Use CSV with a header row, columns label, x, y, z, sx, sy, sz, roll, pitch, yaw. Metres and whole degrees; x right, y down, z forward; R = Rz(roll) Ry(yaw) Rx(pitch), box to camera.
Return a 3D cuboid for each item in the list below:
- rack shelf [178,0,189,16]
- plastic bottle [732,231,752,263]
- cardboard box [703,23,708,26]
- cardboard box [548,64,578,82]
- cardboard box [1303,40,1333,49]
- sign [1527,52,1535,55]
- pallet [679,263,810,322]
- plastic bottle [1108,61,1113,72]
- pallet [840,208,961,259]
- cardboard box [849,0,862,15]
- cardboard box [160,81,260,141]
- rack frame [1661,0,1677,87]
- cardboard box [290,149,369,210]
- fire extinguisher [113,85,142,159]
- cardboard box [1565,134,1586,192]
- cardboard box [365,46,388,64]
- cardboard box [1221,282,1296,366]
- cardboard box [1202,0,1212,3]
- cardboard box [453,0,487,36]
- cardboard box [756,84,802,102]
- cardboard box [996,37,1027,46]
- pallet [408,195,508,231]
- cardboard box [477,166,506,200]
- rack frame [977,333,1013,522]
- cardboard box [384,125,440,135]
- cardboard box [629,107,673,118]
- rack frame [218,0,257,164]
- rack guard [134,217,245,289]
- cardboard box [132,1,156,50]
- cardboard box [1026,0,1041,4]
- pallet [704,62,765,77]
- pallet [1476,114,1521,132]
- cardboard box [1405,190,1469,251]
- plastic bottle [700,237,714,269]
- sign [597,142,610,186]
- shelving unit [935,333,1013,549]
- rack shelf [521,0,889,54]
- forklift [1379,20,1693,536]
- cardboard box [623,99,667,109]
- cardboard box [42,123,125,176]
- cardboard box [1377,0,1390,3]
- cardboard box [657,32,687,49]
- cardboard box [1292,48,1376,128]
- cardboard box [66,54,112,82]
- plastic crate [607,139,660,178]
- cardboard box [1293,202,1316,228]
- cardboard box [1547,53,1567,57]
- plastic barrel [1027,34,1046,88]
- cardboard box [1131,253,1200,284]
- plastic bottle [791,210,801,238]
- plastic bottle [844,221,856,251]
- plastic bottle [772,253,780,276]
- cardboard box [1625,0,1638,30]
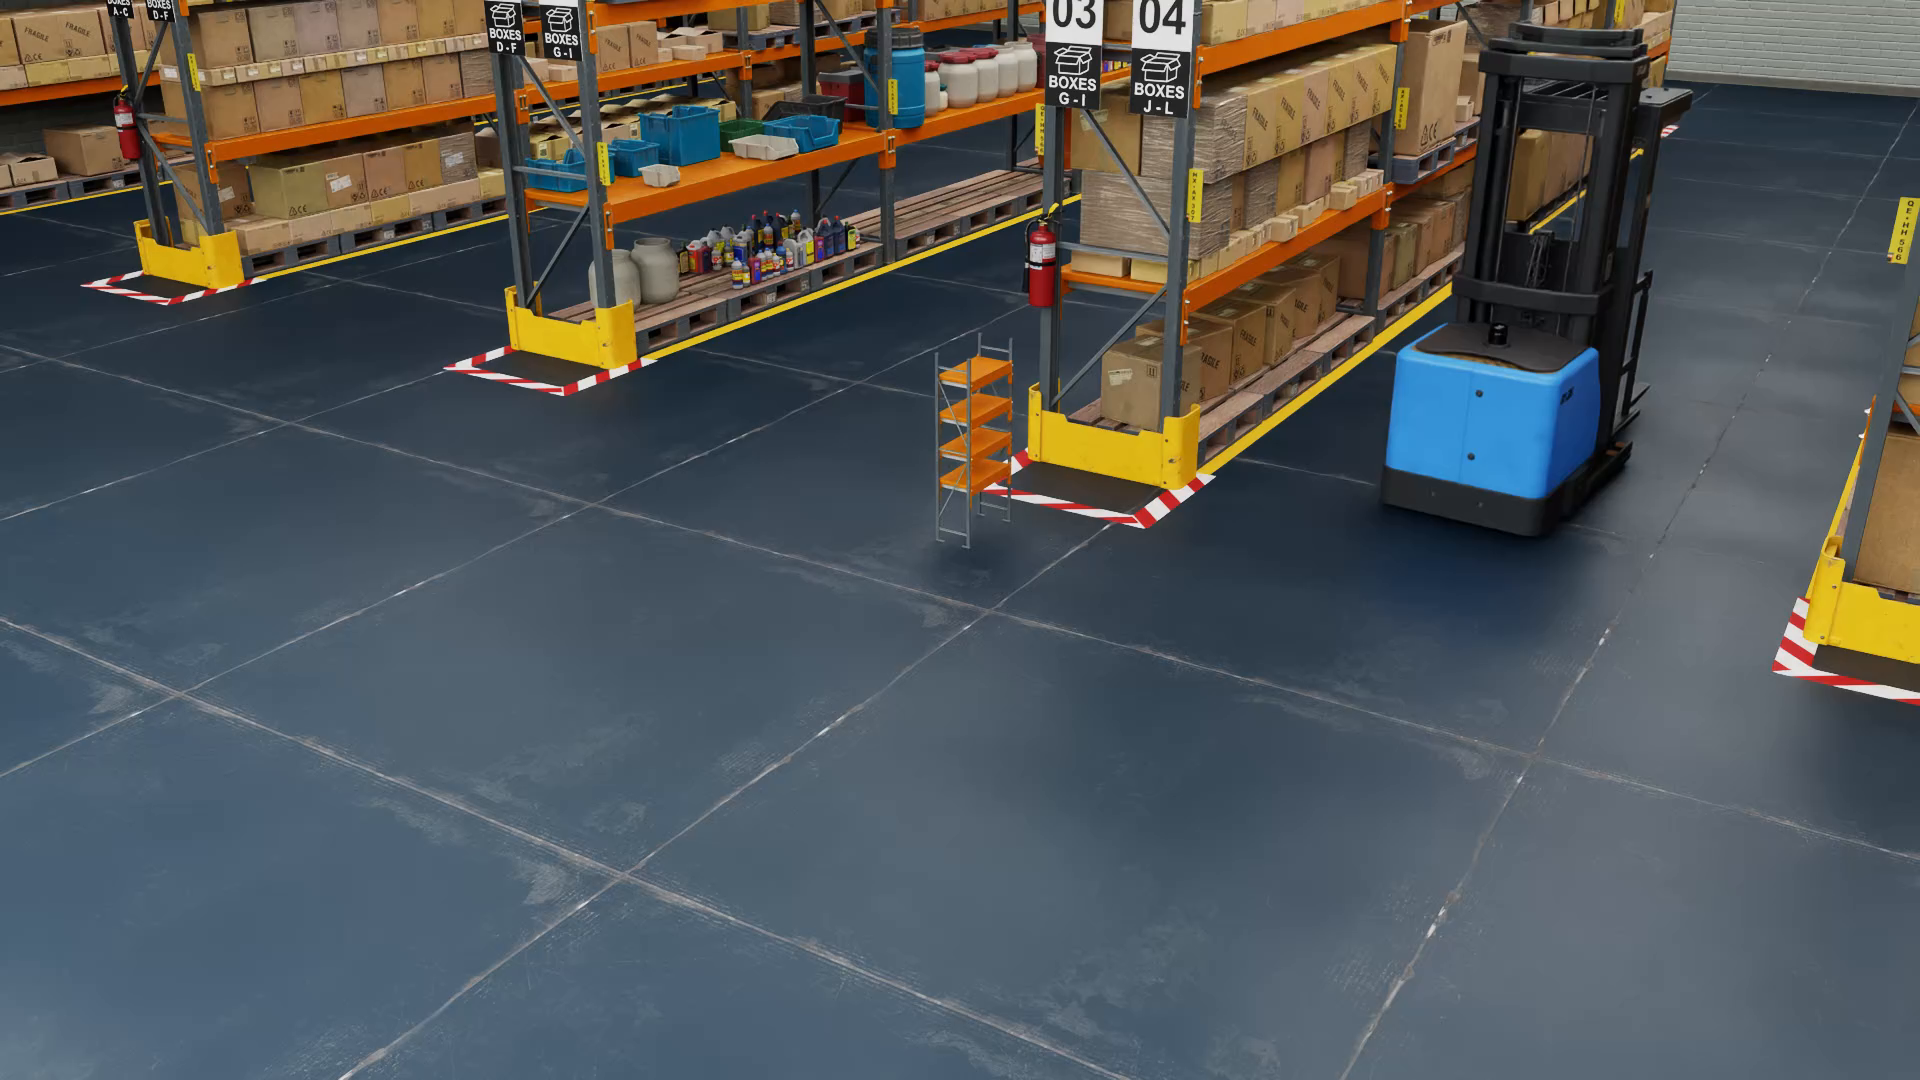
label,x,y,z,sx,sy,sz,roll,pitch,yaw
rack shelf,-6.365,-5.652,16.661,1.077,0.370,4.000,14,27,29
plastic bottle,-2.067,-2.778,15.767,0.152,0.276,0.135,14,27,29
cardboard box,-4.209,-8.846,28.709,0.380,0.149,0.250,13,27,27
cardboard box,-4.669,-5.422,19.315,0.380,0.149,0.250,14,27,29
cardboard box,2.650,-3.746,13.369,0.500,0.500,0.500,14,27,29
sign,5.680,-4.938,16.524,0.100,0.325,0.005,14,27,29
pallet,-2.137,-2.331,15.368,1.003,0.211,1.213,14,27,29
plastic bottle,1.753,-5.769,19.957,0.152,0.276,0.135,14,27,29
pallet,-0.723,-3.235,17.458,1.003,0.211,1.213,14,27,29
cardboard box,-1.839,-7.861,23.979,0.700,0.500,0.500,19,30,37
cardboard box,-7.163,-4.132,15.893,0.700,0.500,0.500,14,27,29
rack frame,9.433,-7.254,23.231,1.000,3.000,0.127,14,27,29
cardboard box,-6.434,-3.681,16.966,0.500,0.500,0.500,14,27,29
fire extinguisher,-7.877,-3.953,15.703,0.296,0.674,0.183,14,27,29
cardboard box,6.532,-4.600,19.245,1.225,0.875,0.875,13,27,27
cardboard box,-6.081,-4.969,17.011,0.380,0.149,0.250,15,28,31
cardboard box,2.302,-1.702,13.023,0.500,0.500,0.500,11,26,24
cardboard box,1.335,-3.389,10.214,0.380,0.149,0.250,14,27,29
cardboard box,-5.539,-5.771,18.047,0.700,0.500,0.500,14,27,29
cardboard box,-2.446,-5.957,22.828,0.500,0.500,0.500,13,27,27
cardboard box,0.942,-8.151,27.895,0.500,0.500,0.500,14,27,29
pallet,-5.766,-3.742,18.627,1.003,0.211,1.213,14,27,29
cardboard box,-5.369,-4.010,18.669,0.500,0.250,0.500,14,27,29
rack frame,0.216,-0.689,10.331,0.240,1.200,0.015,14,27,29
cardboard box,-6.078,-4.295,18.383,0.500,0.500,0.500,14,27,29
cardboard box,-3.805,-5.244,20.815,0.500,0.311,0.500,14,27,29
rack frame,-9.521,-6.318,21.068,1.000,3.000,0.127,14,27,29
rack guard,-7.433,-2.776,16.033,1.175,0.500,0.348,14,27,29
cardboard box,-9.766,-6.208,20.035,0.500,0.500,0.500,14,27,29
cardboard box,1.014,-9.169,27.528,0.500,0.500,0.500,15,27,31
pallet,-4.191,-8.392,29.369,1.003,0.211,1.213,14,27,29
pallet,4.928,-4.203,16.424,1.213,0.211,1.003,14,27,29
cardboard box,4.595,-3.188,16.432,0.700,0.500,0.500,11,26,25
plastic bottle,-2.388,-2.681,15.543,0.152,0.276,0.135,13,27,28
sign,-2.749,-2.902,12.829,0.100,0.325,0.005,14,27,29
shelving unit,0.087,-0.606,10.141,0.258,1.200,0.503,14,27,29
rack shelf,-2.159,-4.613,14.260,1.077,0.370,4.000,14,27,29
forklift,3.964,-1.893,10.934,1.130,2.935,3.031,16,28,33
cardboard box,-3.996,-5.525,21.463,0.500,0.311,0.500,13,27,28
cardboard box,-10.459,-4.667,19.847,0.700,0.500,0.500,12,26,26
cardboard box,3.085,-4.303,12.827,0.500,0.250,0.500,15,28,31
cardboard box,-3.837,-6.329,21.206,0.500,0.311,0.500,14,27,28
cardboard box,2.837,-3.466,12.723,0.500,0.500,0.500,14,27,29
cardboard box,-10.300,-5.525,19.401,0.500,0.250,0.500,14,27,29
plastic crate,-2.857,-3.273,14.222,0.499,0.251,0.408,14,27,29
cardboard box,2.436,-2.451,12.452,0.380,0.149,0.250,14,27,29
cardboard box,6.238,-5.055,18.025,0.500,0.500,0.500,13,27,28
plastic barrel,1.018,-5.434,18.856,0.600,0.536,0.708,14,27,29
cardboard box,1.346,-1.785,10.913,0.380,0.149,0.250,14,27,29
plastic bottle,-1.645,-3.176,16.691,0.097,0.271,0.097,0,23,0
plastic bottle,-1.078,-2.966,16.190,0.061,0.283,0.133,15,28,32
plastic bottle,-1.707,-2.539,15.308,0.097,0.201,0.097,0,23,0
cardboard box,8.060,-6.588,20.564,0.500,0.500,0.500,14,27,29
